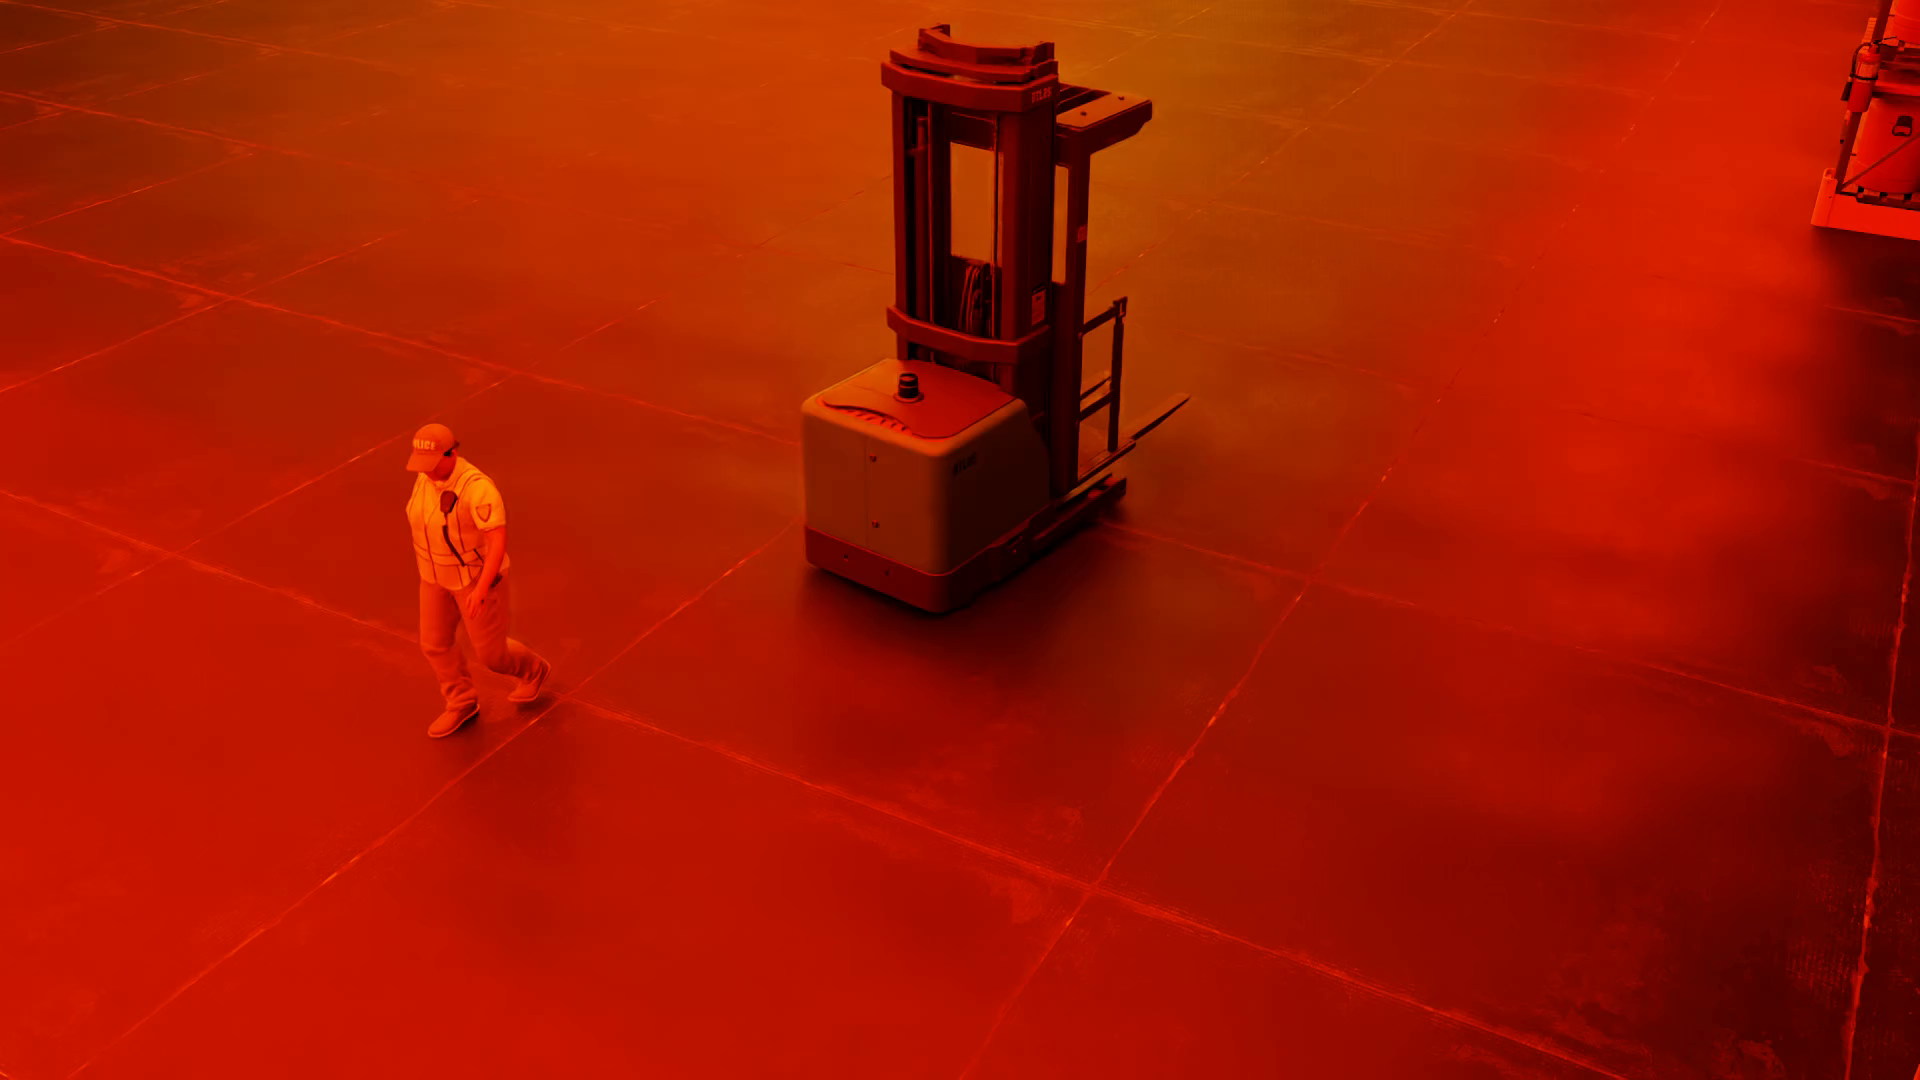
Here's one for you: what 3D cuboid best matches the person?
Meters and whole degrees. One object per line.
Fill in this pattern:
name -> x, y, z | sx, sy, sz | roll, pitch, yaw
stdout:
person -> -2.417, 0.177, 8.063 | 0.792, 1.646, 0.639 | 15, 33, 25

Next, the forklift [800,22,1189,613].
forklift -> 0.383, -1.549, 9.754 | 1.130, 2.935, 3.031 | 20, 36, 31
